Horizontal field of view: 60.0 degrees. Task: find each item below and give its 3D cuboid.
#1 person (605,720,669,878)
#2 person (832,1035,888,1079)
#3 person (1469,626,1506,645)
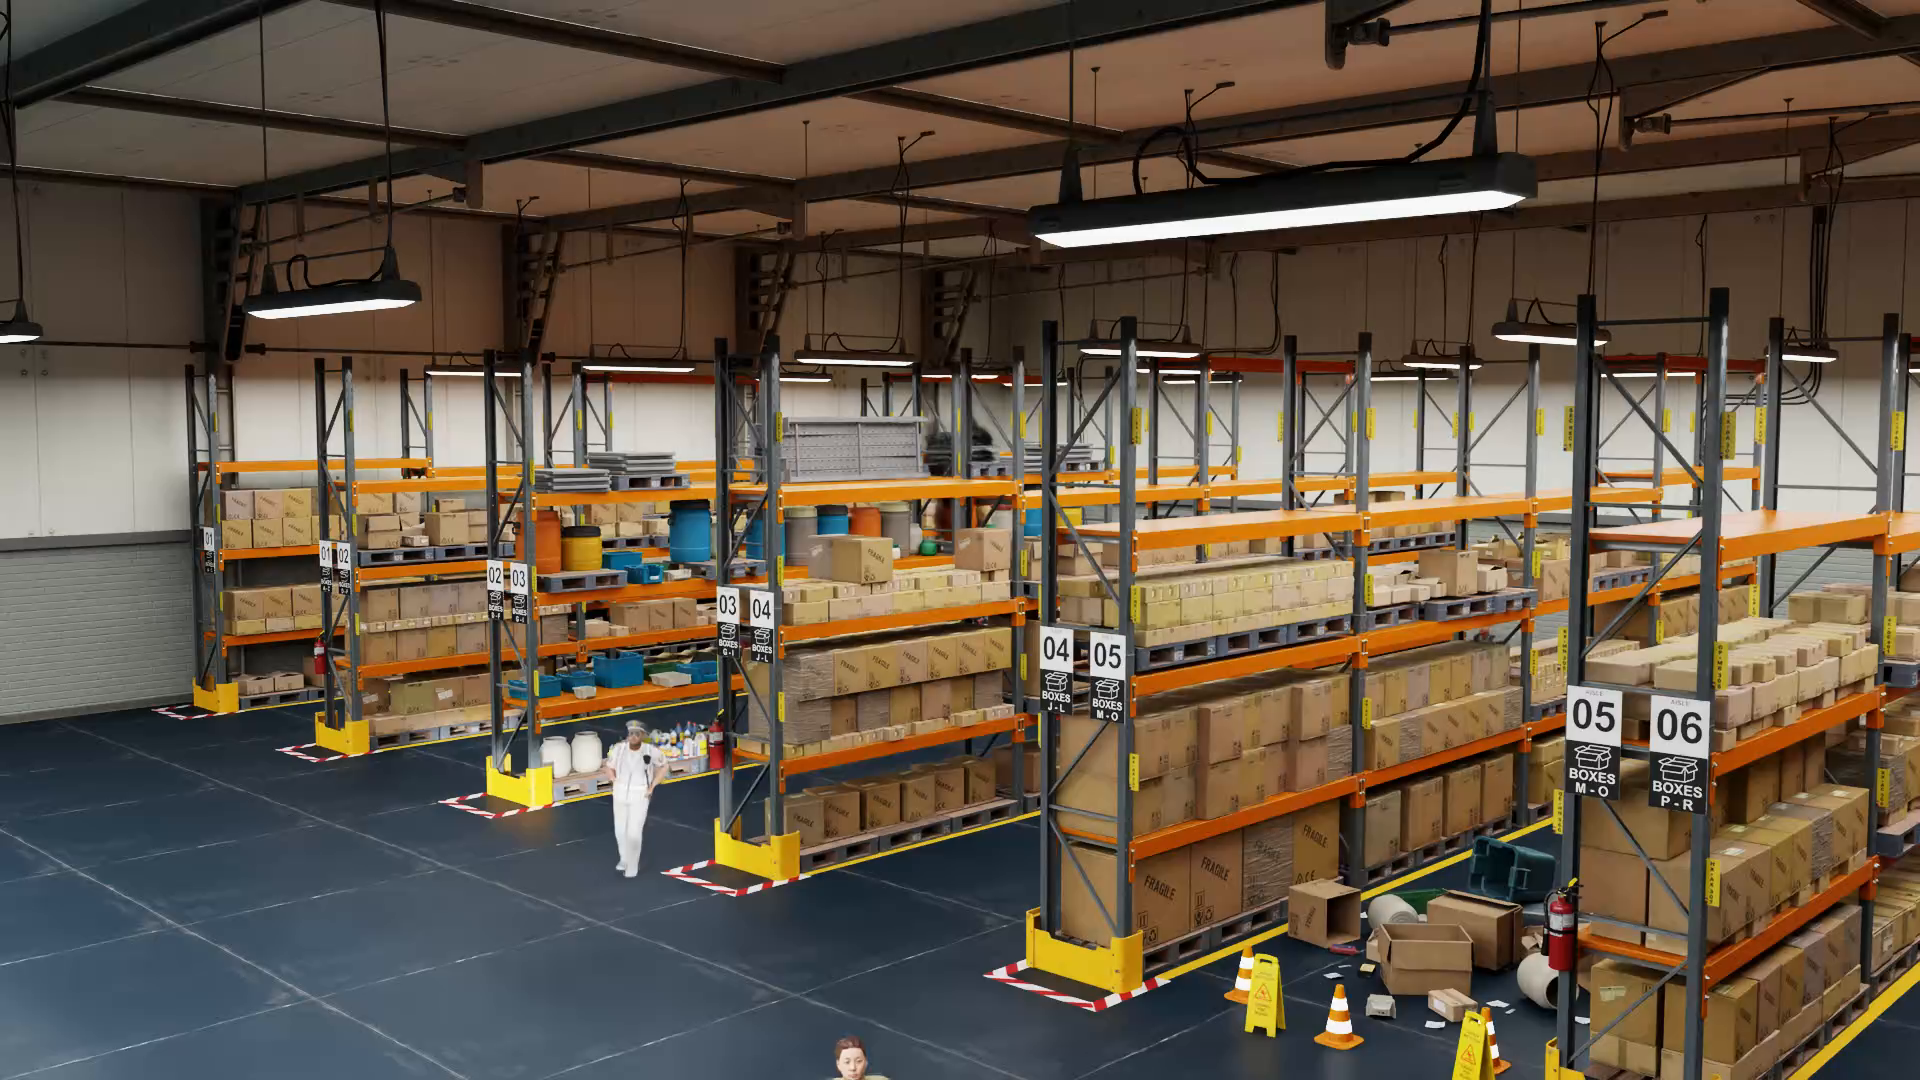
[{"bbox_3d":[-3.624,2.889,18.487,0.661,1.809,0.707,0,4,6],"label":"person"},{"bbox_3d":[-0.615,3.625,9.385,0.561,1.716,0.723,0,4,-1],"label":"person"},{"bbox_3d":[8.789,2.189,27.765,0.649,1.720,0.930,4,6,41],"label":"person"}]
